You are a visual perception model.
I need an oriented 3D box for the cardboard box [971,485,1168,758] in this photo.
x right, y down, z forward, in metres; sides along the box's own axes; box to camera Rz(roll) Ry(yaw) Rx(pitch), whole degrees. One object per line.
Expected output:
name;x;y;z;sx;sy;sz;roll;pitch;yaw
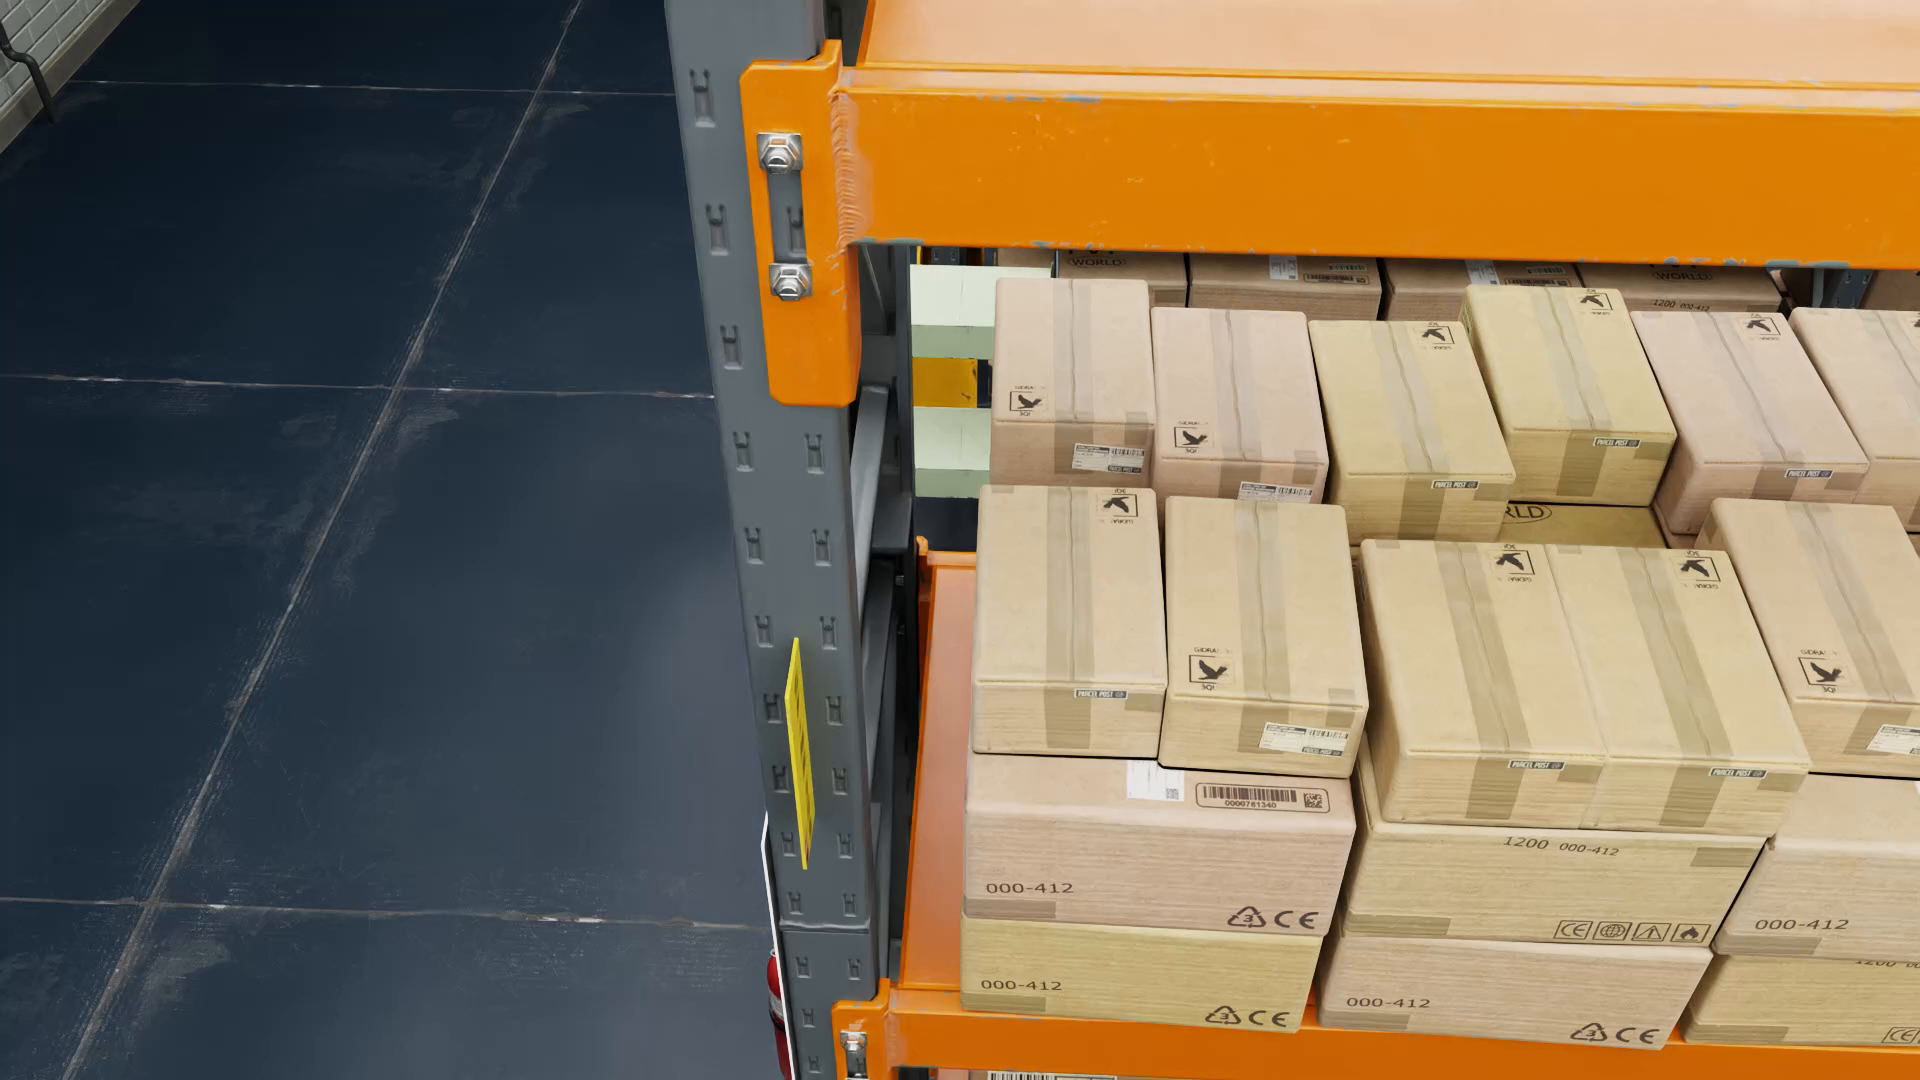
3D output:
cardboard box;0.146;0.103;2.274;0.250;0.149;0.380;1;43;2

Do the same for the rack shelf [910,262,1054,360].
rack shelf;0.007;-0.834;6.558;0.720;0.370;0.431;2;43;2

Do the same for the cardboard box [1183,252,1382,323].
cardboard box;1.533;-1.306;8.108;0.875;0.438;0.875;3;43;3

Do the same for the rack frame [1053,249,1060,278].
rack frame;0.372;-0.537;6.812;0.023;1.500;0.400;2;43;2

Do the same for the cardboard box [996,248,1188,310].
cardboard box;0.618;-1.328;8.132;0.875;0.438;0.875;0;43;0

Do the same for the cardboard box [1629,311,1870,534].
cardboard box;1.195;-0.187;2.585;0.250;0.149;0.380;1;43;1

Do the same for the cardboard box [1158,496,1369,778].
cardboard box;0.399;0.123;2.253;0.250;0.149;0.380;3;43;4

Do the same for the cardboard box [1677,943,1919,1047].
cardboard box;1.310;0.481;2.528;0.500;0.250;0.500;0;43;1

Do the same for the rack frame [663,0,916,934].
rack frame;-0.168;-0.885;1.684;0.127;3.000;1.000;2;43;2

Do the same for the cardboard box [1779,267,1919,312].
cardboard box;4.573;-1.353;7.838;0.875;0.875;0.875;3;43;3

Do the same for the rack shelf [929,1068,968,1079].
rack shelf;1.830;1.634;3.908;4.000;0.370;1.077;2;43;2

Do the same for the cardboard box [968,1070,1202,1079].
cardboard box;0.269;0.993;3.044;0.500;0.500;0.500;2;43;2

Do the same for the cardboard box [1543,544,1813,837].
cardboard box;0.910;0.189;2.182;0.250;0.149;0.380;2;43;2

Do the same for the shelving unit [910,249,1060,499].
shelving unit;0.007;-0.549;6.824;0.755;1.500;0.431;2;43;2

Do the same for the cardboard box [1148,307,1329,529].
cardboard box;0.420;-0.192;2.591;0.250;0.149;0.380;2;43;3

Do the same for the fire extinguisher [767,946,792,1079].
fire extinguisher;-0.399;1.152;4.228;0.183;0.674;0.296;2;43;2

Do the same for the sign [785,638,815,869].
sign;-0.192;0.262;2.012;0.005;0.325;0.100;2;43;2

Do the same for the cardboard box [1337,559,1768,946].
cardboard box;0.781;0.290;2.366;0.500;0.250;0.500;1;43;1

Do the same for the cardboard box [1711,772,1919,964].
cardboard box;1.285;0.313;2.341;0.500;0.250;0.500;2;43;2

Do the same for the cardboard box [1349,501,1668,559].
cardboard box;0.815;-0.060;2.742;0.500;0.250;0.500;1;43;1

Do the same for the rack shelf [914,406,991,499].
rack shelf;0.007;-0.310;7.046;0.720;0.370;0.431;2;43;2

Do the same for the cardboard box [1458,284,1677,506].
cardboard box;0.945;-0.236;2.638;0.250;0.149;0.380;2;43;3

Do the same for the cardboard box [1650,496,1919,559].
cardboard box;1.326;-0.043;2.723;0.500;0.250;0.500;2;43;3

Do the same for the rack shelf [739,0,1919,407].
rack shelf;1.830;-0.560;1.864;4.000;0.370;1.077;2;43;2

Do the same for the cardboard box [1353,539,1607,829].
cardboard box;0.667;0.181;2.190;0.250;0.149;0.380;2;43;2

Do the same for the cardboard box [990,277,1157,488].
cardboard box;0.178;-0.252;2.655;0.250;0.149;0.380;1;43;2

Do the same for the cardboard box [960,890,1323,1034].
cardboard box;0.269;0.455;2.556;0.500;0.250;0.500;3;43;3

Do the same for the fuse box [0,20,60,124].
fuse box;-5.439;-3.176;9.489;0.414;1.711;0.539;2;43;2

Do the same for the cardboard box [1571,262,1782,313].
cardboard box;3.328;-1.250;8.048;0.875;0.438;0.875;1;43;1

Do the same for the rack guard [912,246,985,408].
rack guard;-0.070;-1.150;8.203;0.348;0.500;1.175;2;43;2

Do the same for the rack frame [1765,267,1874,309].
rack frame;3.950;-1.941;7.219;0.127;3.000;1.000;2;43;2

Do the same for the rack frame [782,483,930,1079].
rack frame;-0.168;1.310;3.729;0.127;3.000;1.000;2;43;2

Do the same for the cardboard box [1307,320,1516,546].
cardboard box;0.676;-0.170;2.567;0.250;0.149;0.380;1;43;1

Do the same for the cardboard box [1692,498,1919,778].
cardboard box;1.172;0.125;2.250;0.250;0.149;0.380;3;43;3

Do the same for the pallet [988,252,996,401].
pallet;0.757;-1.072;8.332;1.213;0.211;1.003;2;43;2

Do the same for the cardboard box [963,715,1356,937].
cardboard box;0.269;0.275;2.382;0.500;0.250;0.500;2;43;3

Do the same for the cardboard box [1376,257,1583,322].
cardboard box;2.433;-1.277;8.077;0.875;0.438;0.875;1;43;1

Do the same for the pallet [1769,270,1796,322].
pallet;4.724;-0.949;8.199;1.213;0.211;1.003;2;43;2

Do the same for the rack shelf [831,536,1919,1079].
rack shelf;1.830;0.537;2.886;4.000;0.370;1.077;2;43;2

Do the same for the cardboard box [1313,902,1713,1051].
cardboard box;0.795;0.474;2.535;0.500;0.250;0.500;3;43;3

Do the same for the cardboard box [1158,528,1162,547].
cardboard box;0.304;-0.075;2.758;0.500;0.250;0.500;1;43;1

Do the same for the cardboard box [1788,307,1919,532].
cardboard box;1.456;-0.191;2.590;0.250;0.149;0.380;3;43;3

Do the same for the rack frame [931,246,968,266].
rack frame;-0.046;-2.064;7.350;0.127;3.000;1.000;2;43;2

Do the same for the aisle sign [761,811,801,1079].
aisle sign;-0.254;0.560;2.626;0.004;0.787;0.394;2;43;2
